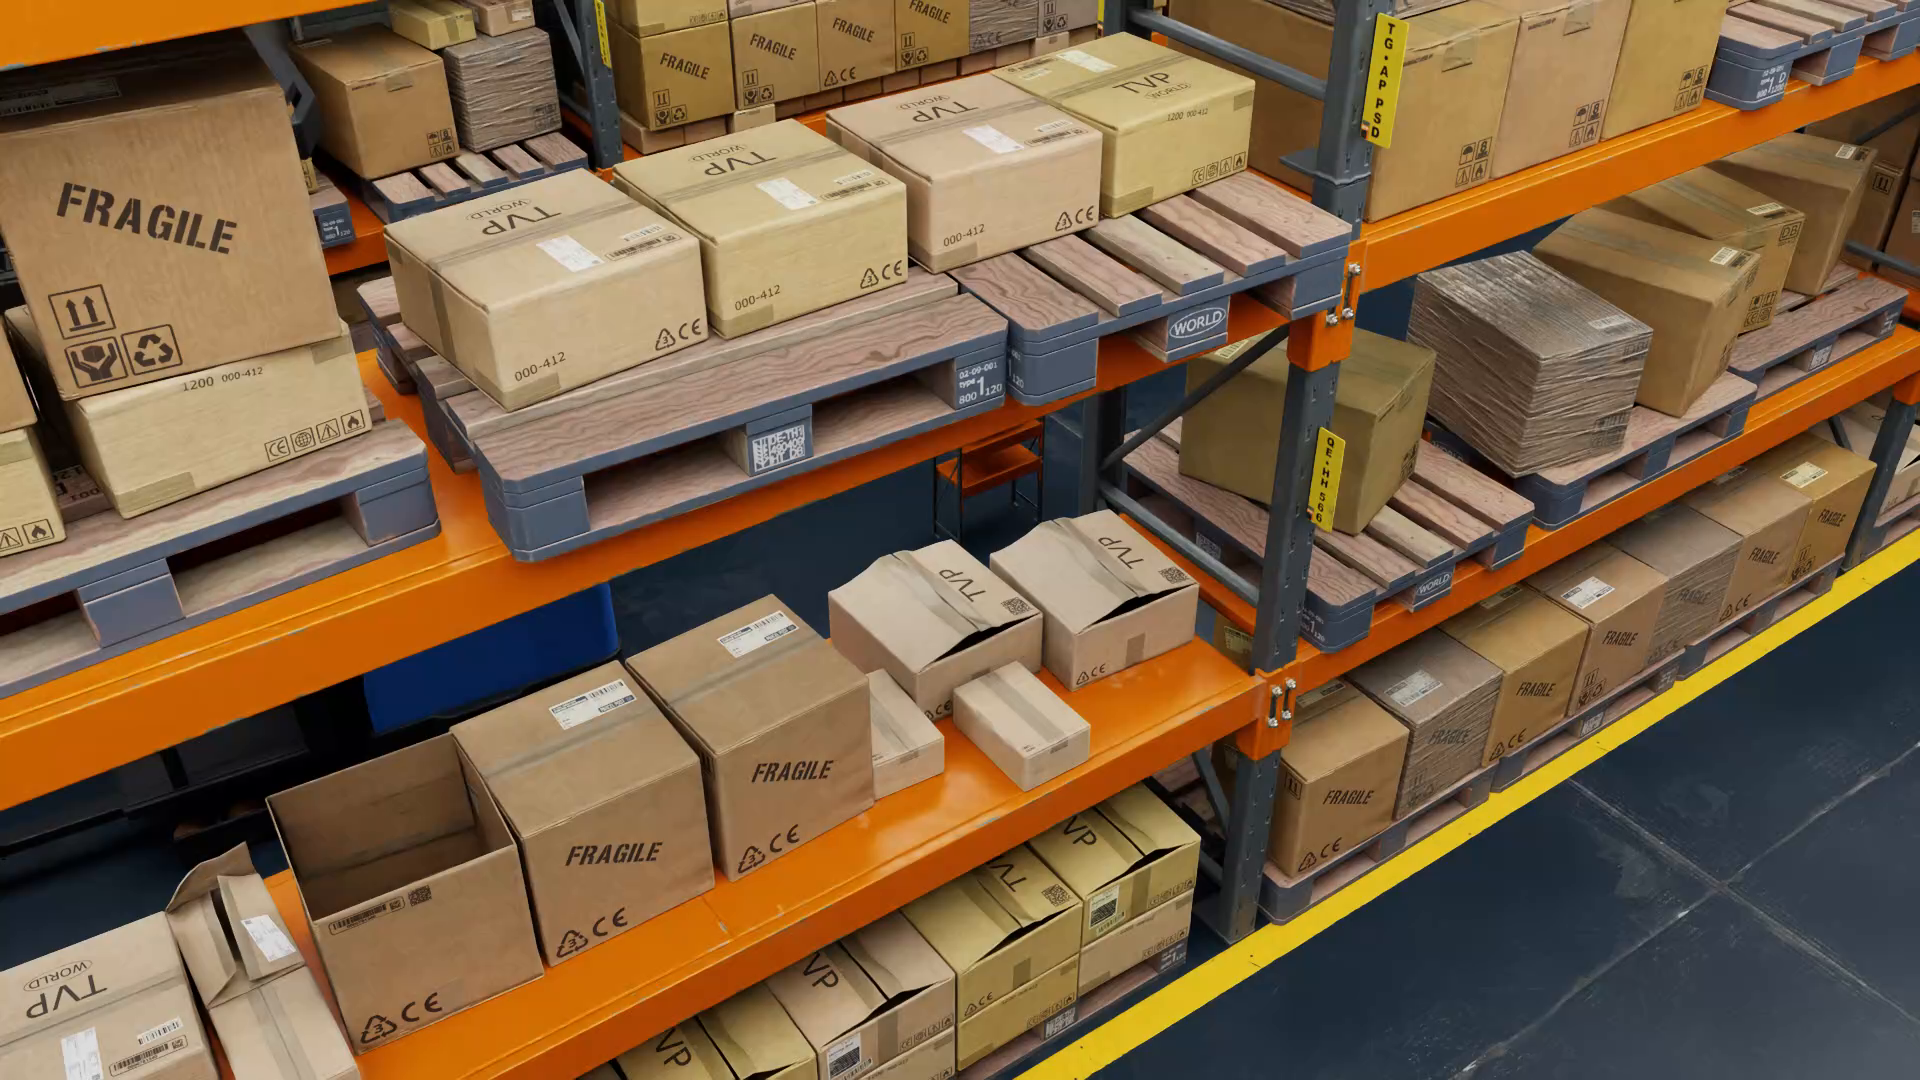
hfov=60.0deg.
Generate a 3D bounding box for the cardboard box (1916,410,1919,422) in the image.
[{"bbox_3d":[5.201,-0.677,8.672,0.250,0.166,0.380,-22,41,-28],"label":"cardboard box"}]

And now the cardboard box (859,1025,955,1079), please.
[{"bbox_3d":[-0.360,1.612,5.435,0.500,0.250,0.500,-21,41,-27],"label":"cardboard box"}]

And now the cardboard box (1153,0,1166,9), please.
[{"bbox_3d":[0.943,-3.572,10.290,0.500,0.500,0.500,-23,42,-29],"label":"cardboard box"}]

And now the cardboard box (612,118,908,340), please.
[{"bbox_3d":[-0.469,-0.746,3.918,0.500,0.250,0.500,-23,42,-29],"label":"cardboard box"}]

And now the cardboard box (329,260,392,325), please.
[{"bbox_3d":[-3.155,-1.372,8.711,0.500,0.250,0.500,-22,41,-27],"label":"cardboard box"}]

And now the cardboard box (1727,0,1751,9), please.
[{"bbox_3d":[2.489,-2.200,5.641,0.600,0.600,0.600,-24,42,-30],"label":"cardboard box"}]

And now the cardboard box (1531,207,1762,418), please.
[{"bbox_3d":[2.623,-0.903,6.491,0.700,0.500,0.500,26,43,32],"label":"cardboard box"}]

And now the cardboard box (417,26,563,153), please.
[{"bbox_3d":[-2.473,-2.389,8.540,0.500,0.500,0.700,-28,44,-33],"label":"cardboard box"}]

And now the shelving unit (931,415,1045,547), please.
[{"bbox_3d":[0.135,-0.543,7.977,0.503,1.200,0.258,-22,41,-28],"label":"shelving unit"}]

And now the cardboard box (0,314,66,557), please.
[{"bbox_3d":[-1.998,-0.154,3.095,0.500,0.250,0.500,-18,39,-23],"label":"cardboard box"}]

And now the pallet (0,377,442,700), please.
[{"bbox_3d":[-1.794,-0.067,3.369,1.217,0.209,0.805,-24,42,-30],"label":"pallet"}]

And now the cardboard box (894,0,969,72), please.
[{"bbox_3d":[-0.289,-3.060,9.579,0.500,0.500,0.500,-21,41,-27],"label":"cardboard box"}]

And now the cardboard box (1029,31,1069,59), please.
[{"bbox_3d":[0.449,-3.057,10.129,0.250,0.149,0.380,-22,41,-28],"label":"cardboard box"}]

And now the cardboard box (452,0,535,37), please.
[{"bbox_3d":[-2.359,-2.685,8.396,0.250,0.149,0.380,-28,44,-33],"label":"cardboard box"}]

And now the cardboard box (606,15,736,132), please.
[{"bbox_3d":[-1.550,-2.543,8.860,0.500,0.500,0.500,-21,41,-27],"label":"cardboard box"}]

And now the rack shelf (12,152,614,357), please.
[{"bbox_3d":[-3.730,-1.368,8.199,4.000,0.370,1.077,-22,41,-28],"label":"rack shelf"}]

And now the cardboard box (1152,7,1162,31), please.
[{"bbox_3d":[1.062,-3.336,10.517,0.250,0.149,0.380,-22,41,-27],"label":"cardboard box"}]

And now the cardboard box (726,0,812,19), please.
[{"bbox_3d":[-1.136,-3.017,8.877,0.500,0.250,0.500,-23,42,-28],"label":"cardboard box"}]

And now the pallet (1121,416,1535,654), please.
[{"bbox_3d":[1.276,-0.153,6.059,1.003,0.211,1.213,-22,41,-28],"label":"pallet"}]

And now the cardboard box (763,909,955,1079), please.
[{"bbox_3d":[-0.360,1.388,5.266,0.500,0.311,0.500,-23,41,-28],"label":"cardboard box"}]

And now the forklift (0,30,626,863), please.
[{"bbox_3d":[-2.982,-0.292,6.146,3.031,2.935,1.130,-18,40,-24],"label":"forklift"}]

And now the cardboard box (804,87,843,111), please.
[{"bbox_3d":[-0.874,-2.604,9.499,0.250,0.149,0.380,-21,41,-27],"label":"cardboard box"}]

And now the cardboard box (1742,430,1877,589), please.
[{"bbox_3d":[3.793,-0.176,7.690,0.500,0.500,0.500,-23,41,-28],"label":"cardboard box"}]

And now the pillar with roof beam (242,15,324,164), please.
[{"bbox_3d":[-1.176,-2.689,4.282,0.400,9.000,9.100,-22,41,-28],"label":"pillar with roof beam"}]

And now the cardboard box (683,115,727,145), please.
[{"bbox_3d":[-1.481,-2.320,9.104,0.250,0.149,0.380,-22,41,-27],"label":"cardboard box"}]

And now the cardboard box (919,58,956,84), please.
[{"bbox_3d":[-0.226,-2.845,9.835,0.250,0.149,0.380,-21,41,-27],"label":"cardboard box"}]

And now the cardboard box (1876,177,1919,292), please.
[{"bbox_3d":[4.605,-1.397,7.538,0.500,0.500,0.500,-21,41,-27],"label":"cardboard box"}]

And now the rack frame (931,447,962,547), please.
[{"bbox_3d":[-0.064,-0.461,7.863,0.015,1.200,0.240,-22,41,-28],"label":"rack frame"}]

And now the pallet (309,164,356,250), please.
[{"bbox_3d":[-3.689,-1.570,8.028,1.213,0.211,1.003,-22,41,-28],"label":"pallet"}]

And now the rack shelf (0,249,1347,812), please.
[{"bbox_3d":[-0.873,-0.223,4.038,4.000,0.370,1.077,-22,41,-28],"label":"rack shelf"}]

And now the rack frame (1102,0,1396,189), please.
[{"bbox_3d":[0.762,-2.405,3.887,0.127,3.000,1.000,-22,41,-28],"label":"rack frame"}]

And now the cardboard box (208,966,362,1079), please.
[{"bbox_3d":[-1.666,1.277,4.120,0.250,0.149,0.380,-22,41,-28],"label":"cardboard box"}]

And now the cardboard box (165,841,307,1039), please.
[{"bbox_3d":[-1.895,1.047,4.341,0.258,0.266,0.396,-23,42,-29],"label":"cardboard box"}]

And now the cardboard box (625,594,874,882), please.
[{"bbox_3d":[-0.600,0.562,4.814,0.500,0.500,0.500,-25,42,-30],"label":"cardboard box"}]

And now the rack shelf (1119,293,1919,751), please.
[{"bbox_3d":[2.397,-0.350,6.784,4.000,0.370,1.077,-22,41,-28],"label":"rack shelf"}]

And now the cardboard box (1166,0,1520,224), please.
[{"bbox_3d":[1.099,-1.391,4.960,0.500,0.500,0.910,-22,41,-28],"label":"cardboard box"}]

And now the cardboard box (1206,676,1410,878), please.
[{"bbox_3d":[1.299,0.850,6.264,0.500,0.500,0.500,-21,41,-26],"label":"cardboard box"}]

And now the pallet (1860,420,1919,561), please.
[{"bbox_3d":[4.593,-0.414,8.645,1.213,0.211,1.003,-22,41,-28],"label":"pallet"}]

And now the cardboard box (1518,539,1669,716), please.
[{"bbox_3d":[2.560,0.327,6.991,0.500,0.500,0.500,-24,42,-29],"label":"cardboard box"}]

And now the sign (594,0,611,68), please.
[{"bbox_3d":[-1.774,-2.515,8.254,0.005,0.325,0.100,-22,41,-28],"label":"sign"}]

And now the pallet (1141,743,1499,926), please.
[{"bbox_3d":[1.394,0.929,6.777,1.213,0.211,1.003,-22,41,-28],"label":"pallet"}]

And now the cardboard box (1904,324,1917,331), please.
[{"bbox_3d":[5.564,-1.115,8.992,0.637,0.503,0.797,-22,41,-28],"label":"cardboard box"}]

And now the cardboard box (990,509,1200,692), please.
[{"bbox_3d":[0.439,0.168,5.524,0.500,0.311,0.500,-20,40,-25],"label":"cardboard box"}]
